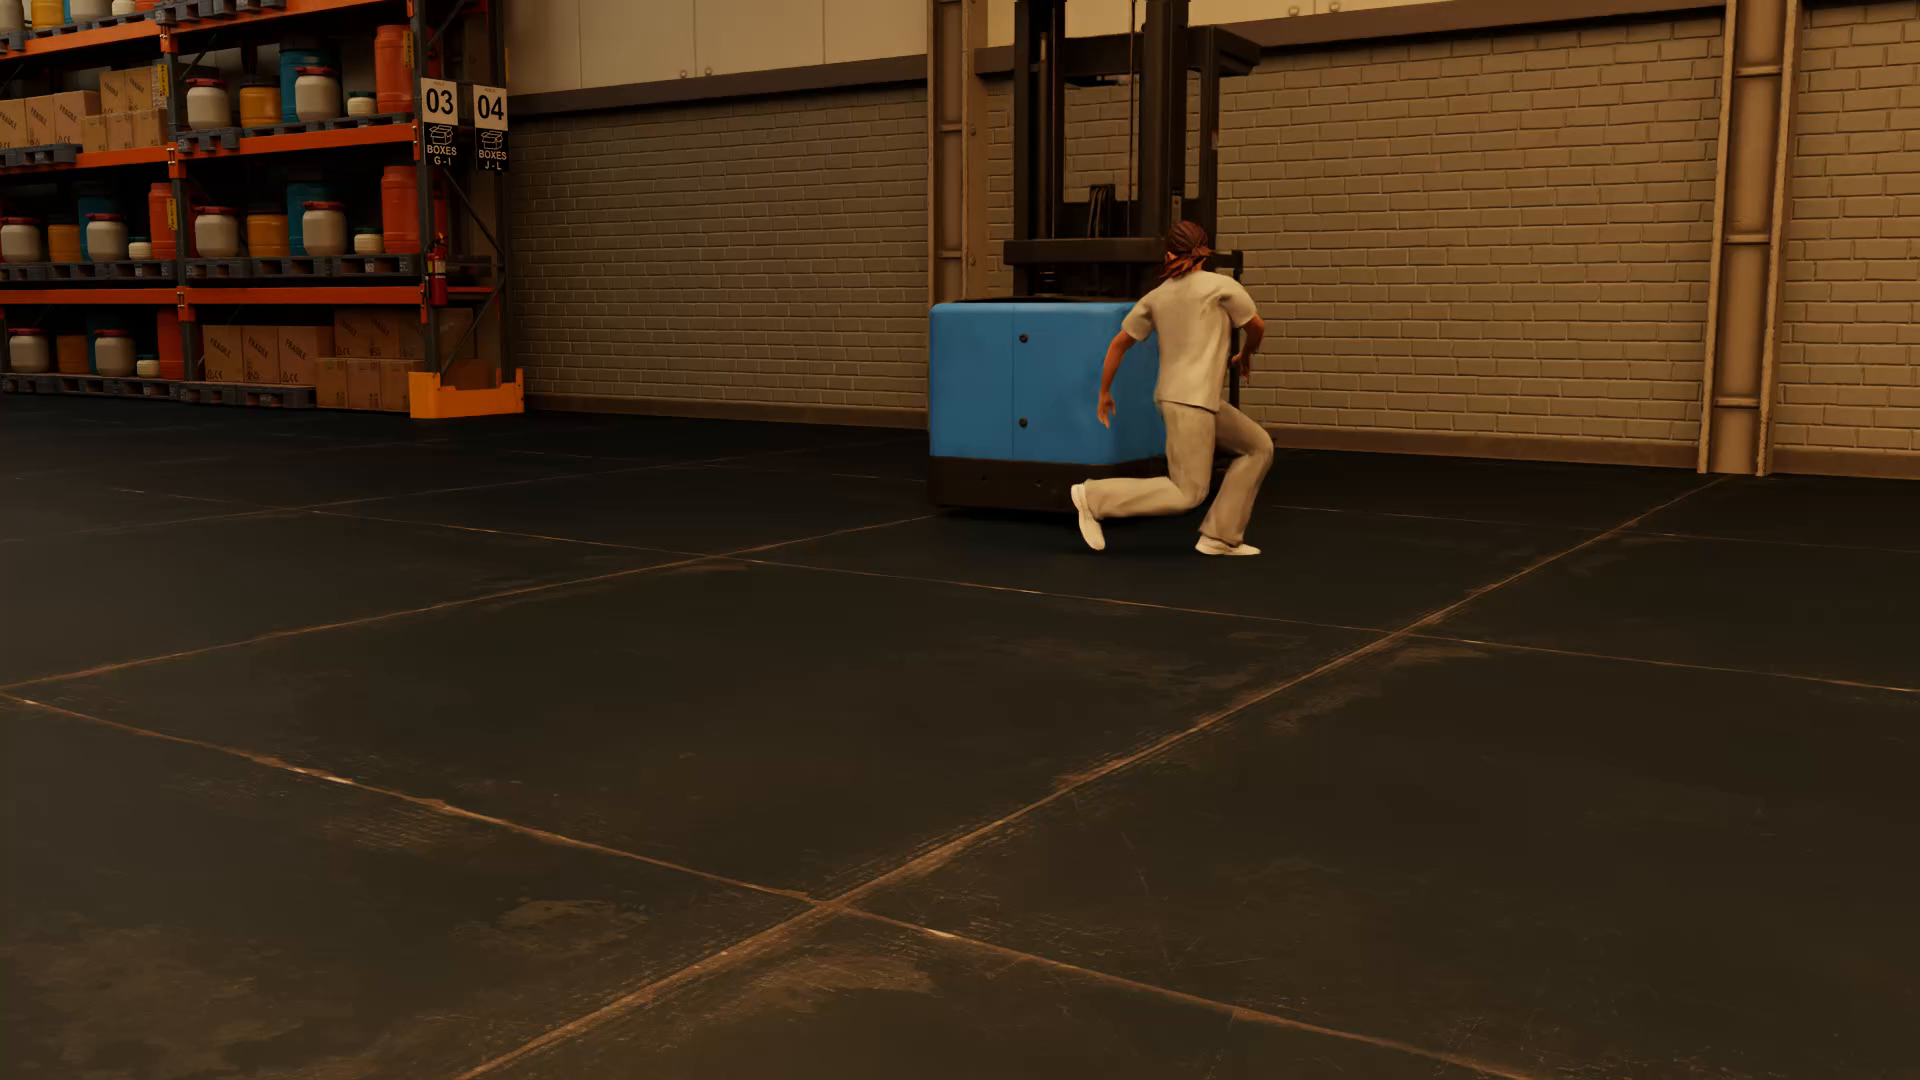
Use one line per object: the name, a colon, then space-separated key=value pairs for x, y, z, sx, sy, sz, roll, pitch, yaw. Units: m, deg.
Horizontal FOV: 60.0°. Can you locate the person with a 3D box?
person: x=0.910 y=-0.633 z=7.126 sx=0.867 sy=1.453 sz=0.576 roll=-2 pitch=8 yaw=-13

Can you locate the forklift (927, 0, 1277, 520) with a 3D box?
forklift: x=0.987 y=-1.716 z=9.261 sx=1.130 sy=2.935 sz=3.031 roll=4 pitch=9 yaw=29
